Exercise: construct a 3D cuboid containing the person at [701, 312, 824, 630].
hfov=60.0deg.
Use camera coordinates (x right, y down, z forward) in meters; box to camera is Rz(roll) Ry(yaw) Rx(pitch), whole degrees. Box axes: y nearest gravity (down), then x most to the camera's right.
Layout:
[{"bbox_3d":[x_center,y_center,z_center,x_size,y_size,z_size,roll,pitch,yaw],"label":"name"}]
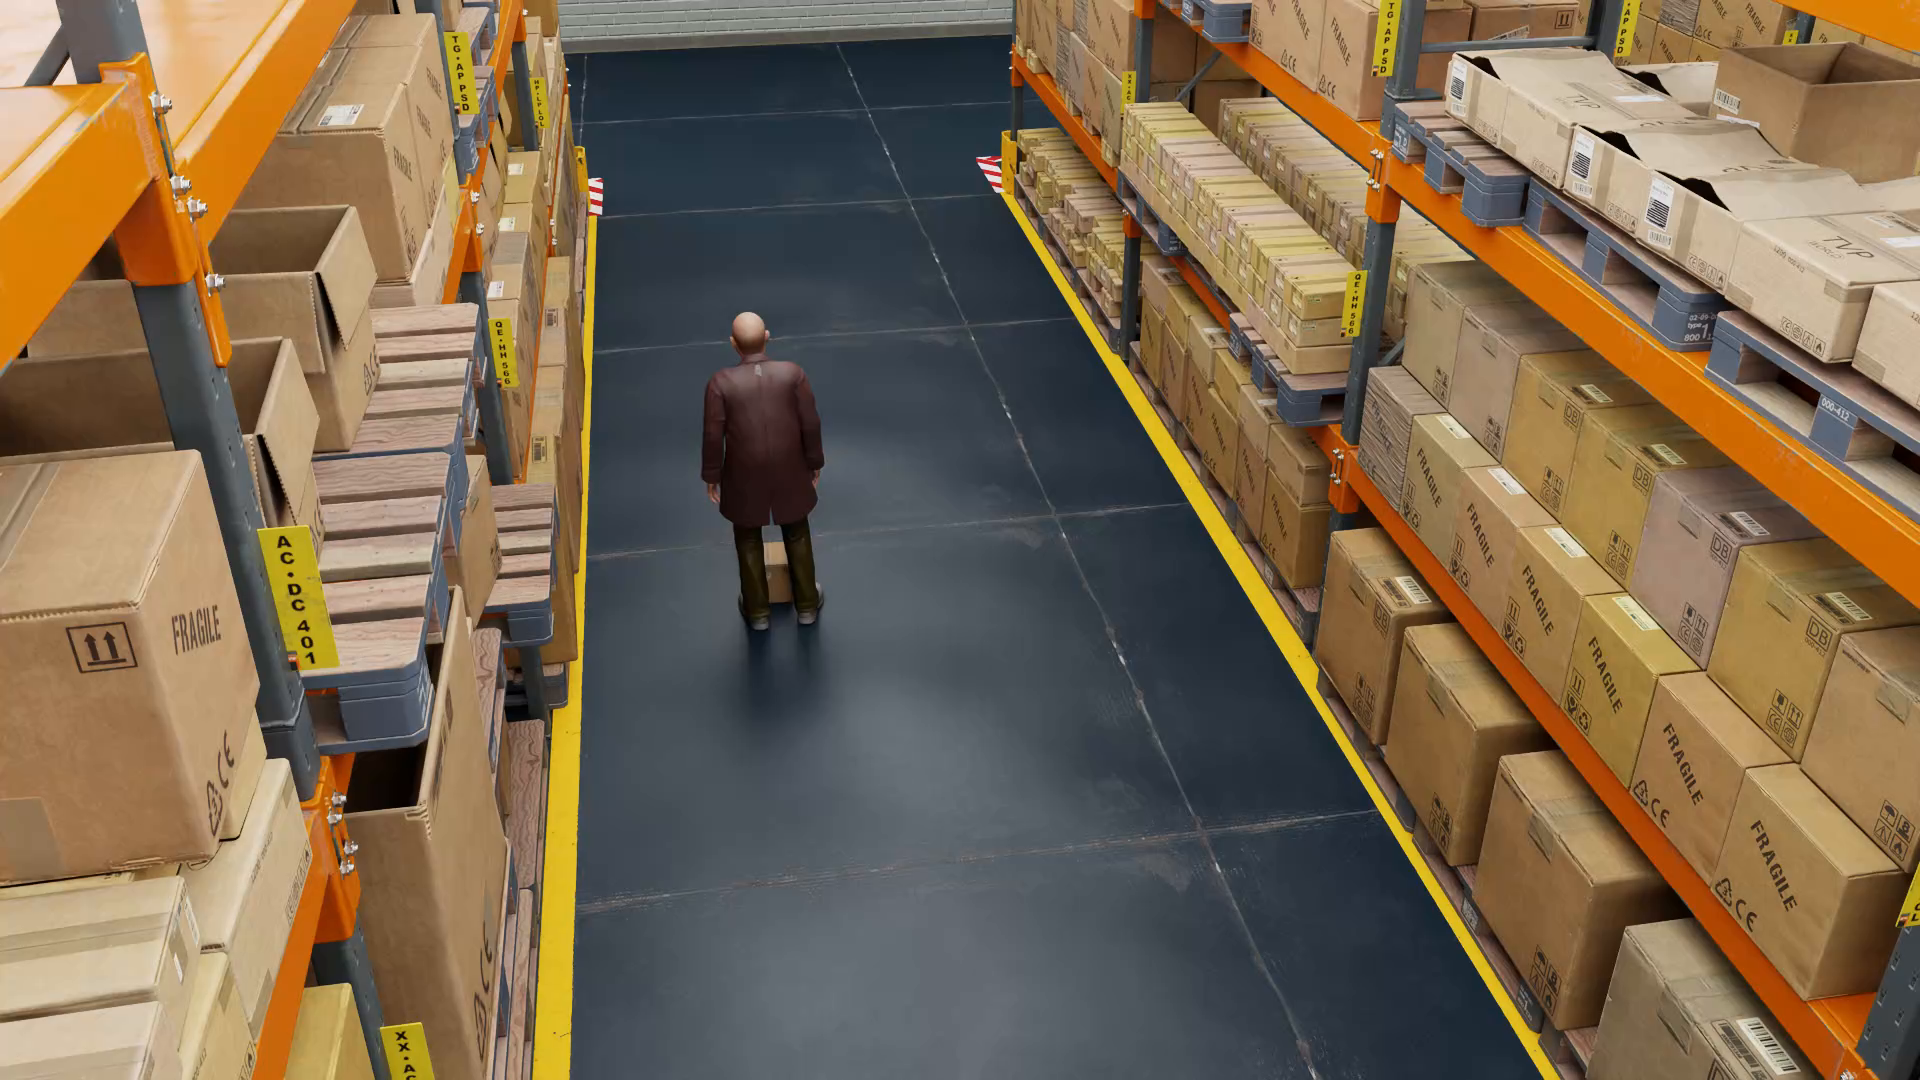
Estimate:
[{"bbox_3d":[-1.035,-0.352,8.759,0.653,1.773,0.425,-7,31,-12],"label":"person"}]
